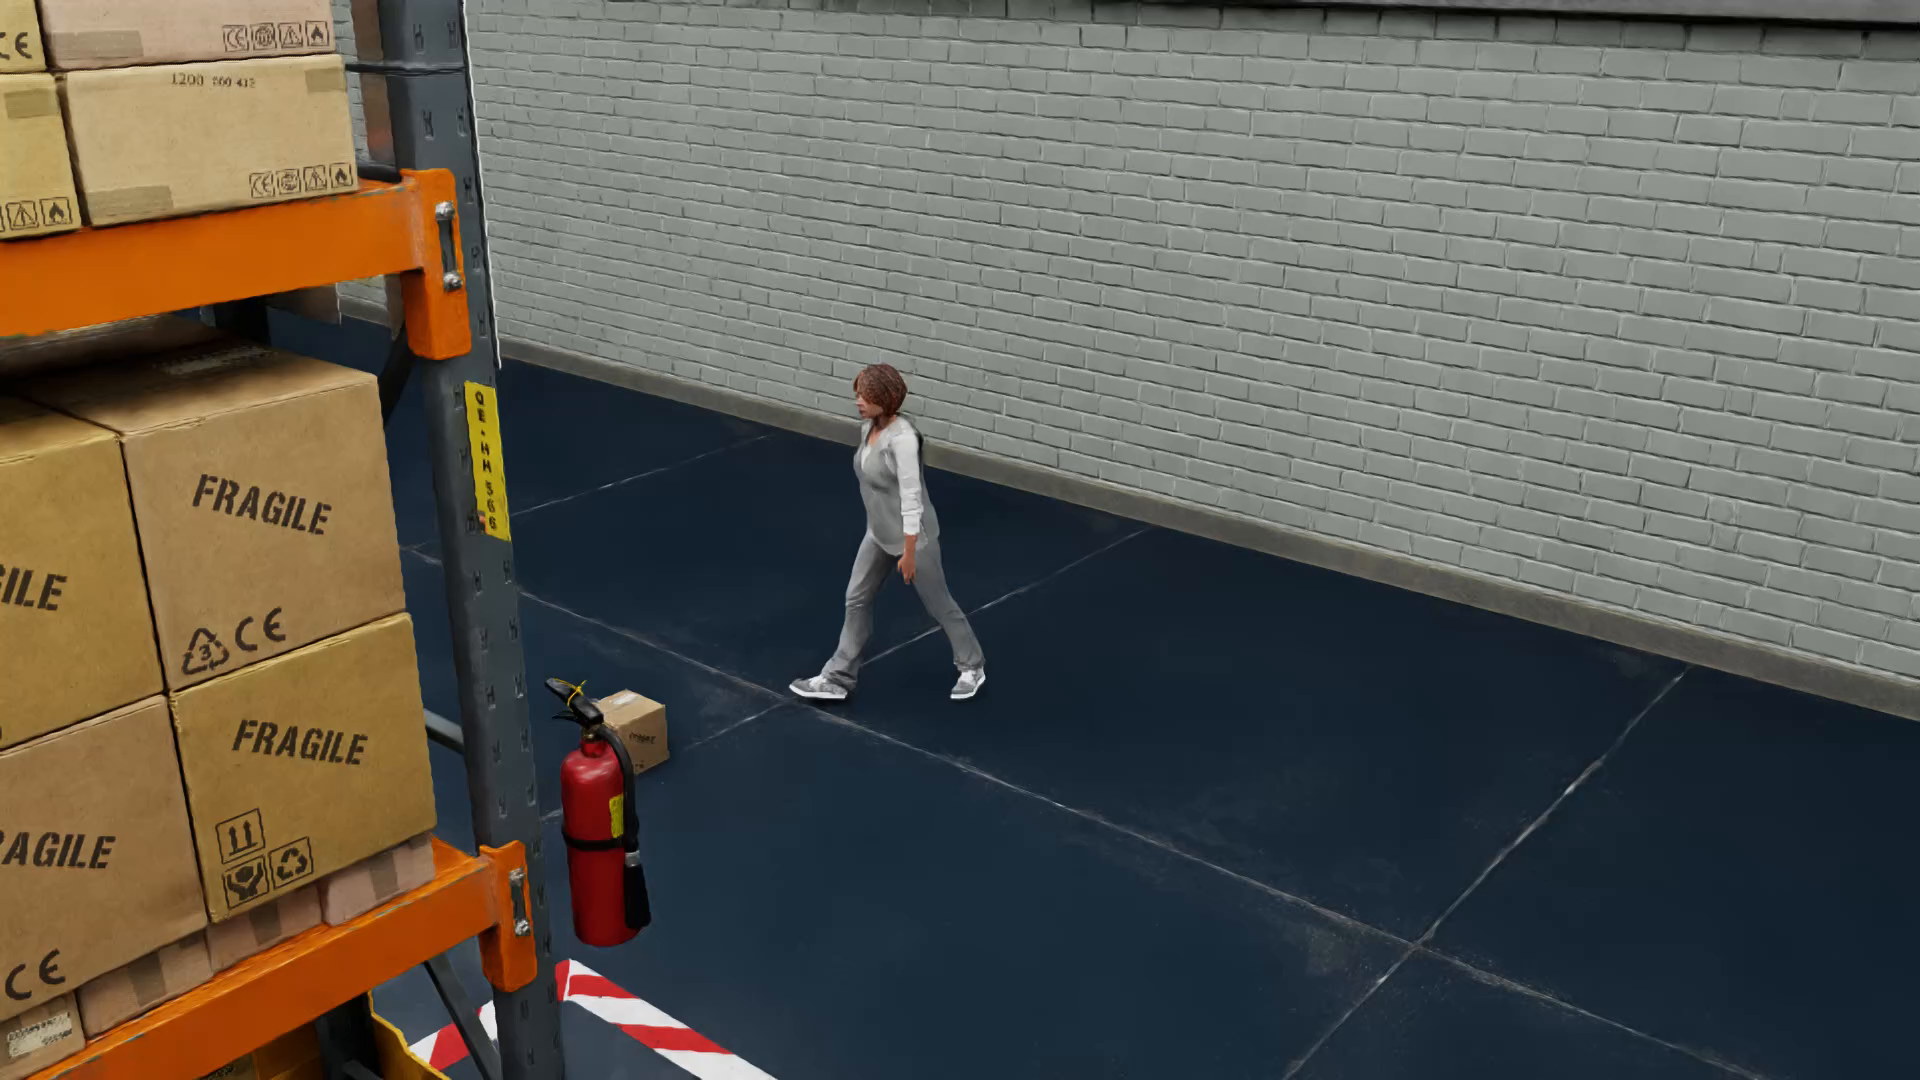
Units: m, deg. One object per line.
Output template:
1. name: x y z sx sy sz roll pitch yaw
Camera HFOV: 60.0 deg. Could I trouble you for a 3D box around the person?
1. person: -0.290 -0.014 7.152 0.869 1.546 0.461 -11 23 -27
